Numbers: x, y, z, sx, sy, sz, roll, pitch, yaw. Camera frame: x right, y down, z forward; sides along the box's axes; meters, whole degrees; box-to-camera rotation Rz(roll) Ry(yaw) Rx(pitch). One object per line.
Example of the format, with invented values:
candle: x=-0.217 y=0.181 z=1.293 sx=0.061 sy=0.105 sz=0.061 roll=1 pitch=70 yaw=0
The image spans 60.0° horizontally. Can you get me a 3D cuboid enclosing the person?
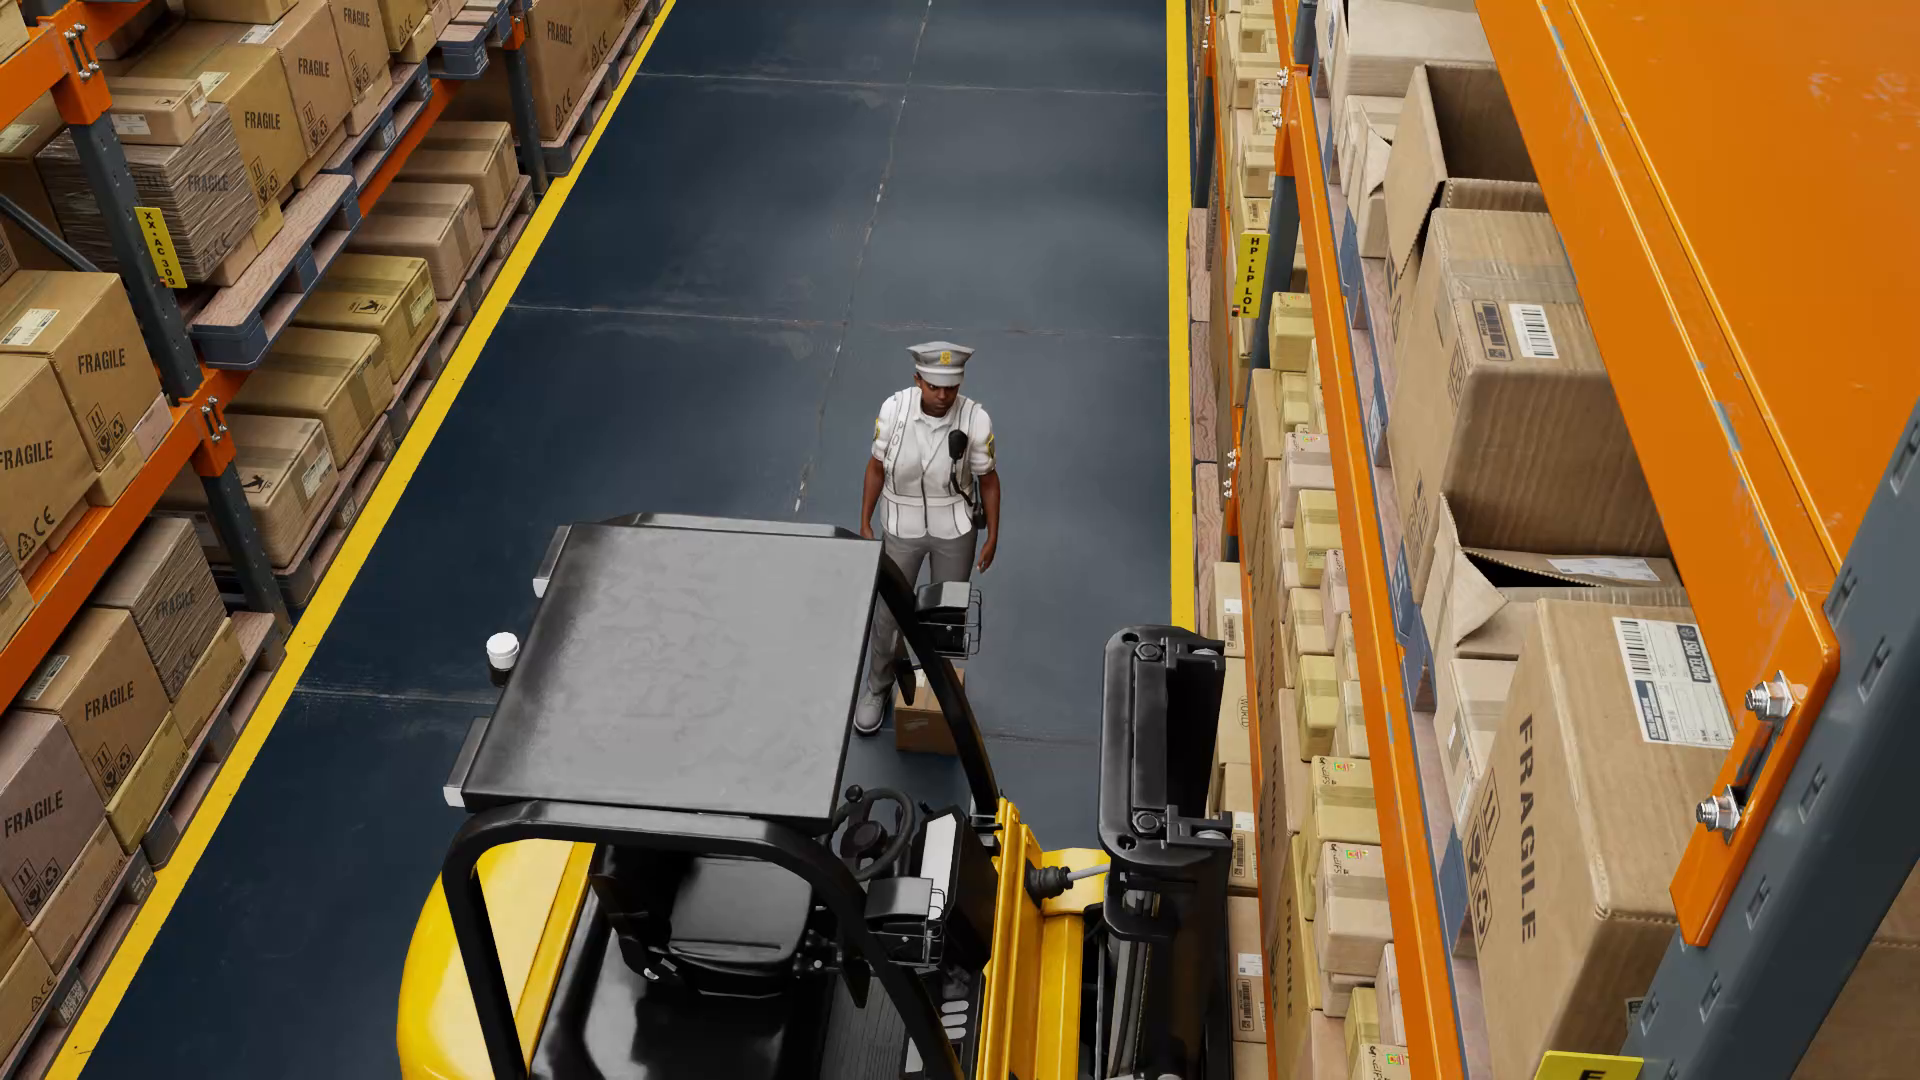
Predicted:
person: x=-0.137 y=-0.003 z=6.414 sx=0.569 sy=1.694 sz=0.528 roll=3 pitch=40 yaw=4
